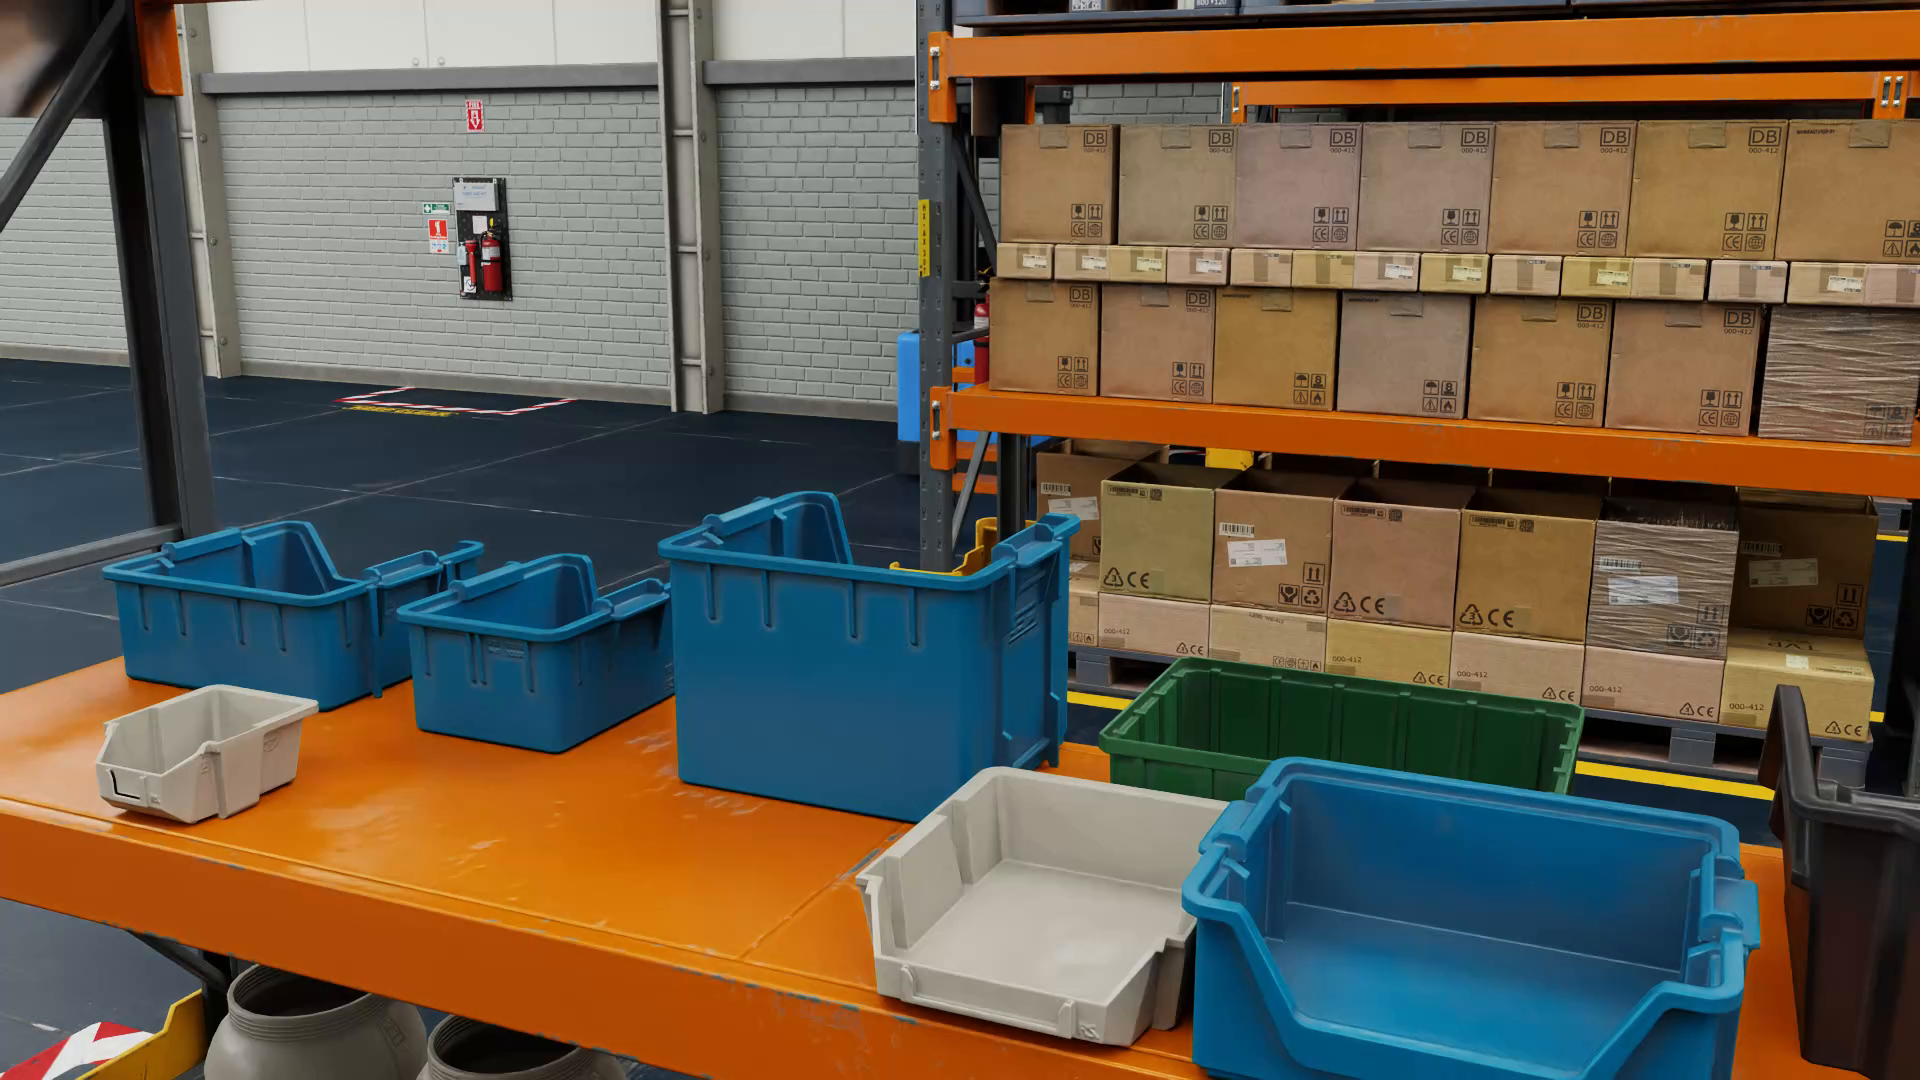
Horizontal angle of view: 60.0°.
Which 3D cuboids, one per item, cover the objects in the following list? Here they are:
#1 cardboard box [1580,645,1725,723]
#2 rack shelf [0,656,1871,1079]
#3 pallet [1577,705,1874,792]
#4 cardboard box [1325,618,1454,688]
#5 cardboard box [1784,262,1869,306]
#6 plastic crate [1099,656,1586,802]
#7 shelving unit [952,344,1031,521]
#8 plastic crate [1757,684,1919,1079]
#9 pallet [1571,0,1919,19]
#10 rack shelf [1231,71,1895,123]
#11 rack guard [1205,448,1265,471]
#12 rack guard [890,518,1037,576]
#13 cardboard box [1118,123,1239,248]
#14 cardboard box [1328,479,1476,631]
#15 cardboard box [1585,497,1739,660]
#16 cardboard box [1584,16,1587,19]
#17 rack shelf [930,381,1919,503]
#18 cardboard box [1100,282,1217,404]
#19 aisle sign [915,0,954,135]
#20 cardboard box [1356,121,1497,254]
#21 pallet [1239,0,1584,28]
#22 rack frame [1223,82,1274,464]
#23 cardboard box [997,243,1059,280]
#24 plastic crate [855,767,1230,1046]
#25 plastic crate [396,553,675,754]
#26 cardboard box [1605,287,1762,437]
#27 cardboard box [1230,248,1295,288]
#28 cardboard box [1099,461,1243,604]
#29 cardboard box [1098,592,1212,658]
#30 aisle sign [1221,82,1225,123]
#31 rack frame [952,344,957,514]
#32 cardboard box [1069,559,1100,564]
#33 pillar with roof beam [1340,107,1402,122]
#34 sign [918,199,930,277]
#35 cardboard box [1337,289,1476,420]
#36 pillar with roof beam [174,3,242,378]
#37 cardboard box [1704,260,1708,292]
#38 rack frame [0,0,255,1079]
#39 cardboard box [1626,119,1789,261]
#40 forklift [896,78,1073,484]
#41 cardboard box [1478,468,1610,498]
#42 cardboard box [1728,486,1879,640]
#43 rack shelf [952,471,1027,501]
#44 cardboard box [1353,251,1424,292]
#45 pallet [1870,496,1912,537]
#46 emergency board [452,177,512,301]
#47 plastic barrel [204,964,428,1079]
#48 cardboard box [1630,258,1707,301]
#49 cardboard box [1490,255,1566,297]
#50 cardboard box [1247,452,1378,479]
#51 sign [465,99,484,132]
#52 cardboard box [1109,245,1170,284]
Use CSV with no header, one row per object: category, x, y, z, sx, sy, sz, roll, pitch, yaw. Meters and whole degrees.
cardboard box,2.767,0.505,6.637,0.500,0.250,0.500,6,14,23
rack shelf,-0.106,0.616,2.640,4.000,0.370,1.077,6,14,23
pallet,3.023,0.691,6.846,1.213,0.211,1.003,6,14,23
cardboard box,1.847,0.415,7.018,0.500,0.250,0.500,6,14,23
cardboard box,3.172,-0.952,6.107,0.250,0.149,0.380,5,14,22
plastic crate,0.596,0.369,2.580,0.662,0.188,0.450,6,14,23
shelving unit,0.151,-0.569,10.053,0.503,1.200,0.258,6,14,23
plastic crate,1.296,0.406,2.096,0.504,0.338,0.767,6,14,23
pallet,2.942,-2.075,6.158,1.213,0.211,1.003,6,14,23
rack shelf,3.907,-2.914,11.116,4.000,0.370,1.077,6,14,23
rack guard,2.148,-0.765,12.421,0.348,0.500,1.175,6,14,23
rack guard,0.054,0.261,8.049,0.348,0.500,1.175,6,14,23
cardboard box,1.029,-1.536,7.176,0.500,0.500,0.700,5,14,22
cardboard box,1.846,0.051,6.931,0.500,0.500,0.500,6,14,23
cardboard box,2.768,0.139,6.553,0.500,0.500,0.500,6,14,23
cardboard box,4.195,-3.225,10.606,0.500,0.500,0.500,5,14,21
rack shelf,1.904,-0.419,7.048,4.000,0.370,1.077,6,14,23
cardboard box,0.979,-0.909,7.344,0.500,0.500,0.700,6,15,25
aisle sign,-0.109,-2.162,7.210,0.004,0.787,0.394,6,14,23
cardboard box,1.948,-1.443,6.780,0.500,0.500,0.700,6,14,23
pallet,1.831,-2.188,6.640,1.213,0.211,1.003,6,14,23
rack frame,2.079,-1.989,12.165,0.127,3.000,1.000,6,14,23
cardboard box,0.347,-1.237,7.322,0.250,0.149,0.380,6,14,23
plastic crate,0.136,0.481,2.214,0.437,0.136,0.530,6,14,23
plastic crate,-0.764,0.198,3.171,0.408,0.251,0.499,6,14,23
cardboard box,2.840,-0.720,6.537,0.500,0.500,0.700,6,14,23
cardboard box,1.292,-1.142,6.917,0.250,0.149,0.380,5,14,21
cardboard box,0.934,-0.043,7.330,0.500,0.500,0.500,6,14,23
cardboard box,0.934,0.322,7.417,0.500,0.250,0.500,6,14,23
aisle sign,1.891,-3.199,11.629,0.004,0.787,0.394,6,14,23
rack frame,-0.072,-0.591,10.149,0.015,1.200,0.240,6,14,23
cardboard box,0.686,0.168,8.072,0.500,0.250,0.500,6,14,23
pillar with roof beam,1.325,-4.126,8.142,0.400,9.000,9.100,6,14,23
sign,-0.155,-1.299,7.155,0.005,0.325,0.100,6,14,23
cardboard box,1.914,-0.814,6.939,0.500,0.500,0.700,6,15,25
pillar with roof beam,-9.646,-5.237,12.874,0.400,9.000,9.100,6,14,23
cardboard box,2.859,-1.084,6.671,0.250,0.149,0.380,6,14,23
rack frame,-1.936,0.081,3.344,0.053,2.616,0.949,6,14,23
cardboard box,2.862,-1.350,6.385,0.500,0.500,0.700,6,14,23
forklift,0.537,-2.120,12.872,1.130,2.935,3.031,5,14,20
cardboard box,2.521,-0.016,7.213,0.500,0.500,0.500,6,14,23
cardboard box,3.436,0.077,6.819,0.500,0.500,0.500,6,14,23
rack shelf,0.151,-0.310,10.113,0.480,0.148,0.258,6,14,23
cardboard box,1.752,-1.095,6.715,0.250,0.149,0.380,6,14,24
pallet,6.448,-0.190,10.601,1.213,0.211,1.003,6,14,23
emergency board,-4.661,-2.897,16.033,0.643,1.169,0.194,6,14,23
plastic barrel,-1.302,1.132,3.391,0.421,0.512,0.421,0,13,0
cardboard box,2.691,-1.000,6.311,0.250,0.149,0.380,6,14,23
cardboard box,2.237,-1.047,6.510,0.250,0.149,0.380,6,15,25
cardboard box,1.607,-0.108,7.607,0.500,0.500,0.500,6,14,23
sign,-4.628,-4.047,15.860,0.199,0.298,0.001,6,14,23
cardboard box,0.817,-1.190,7.121,0.250,0.149,0.380,6,14,23
